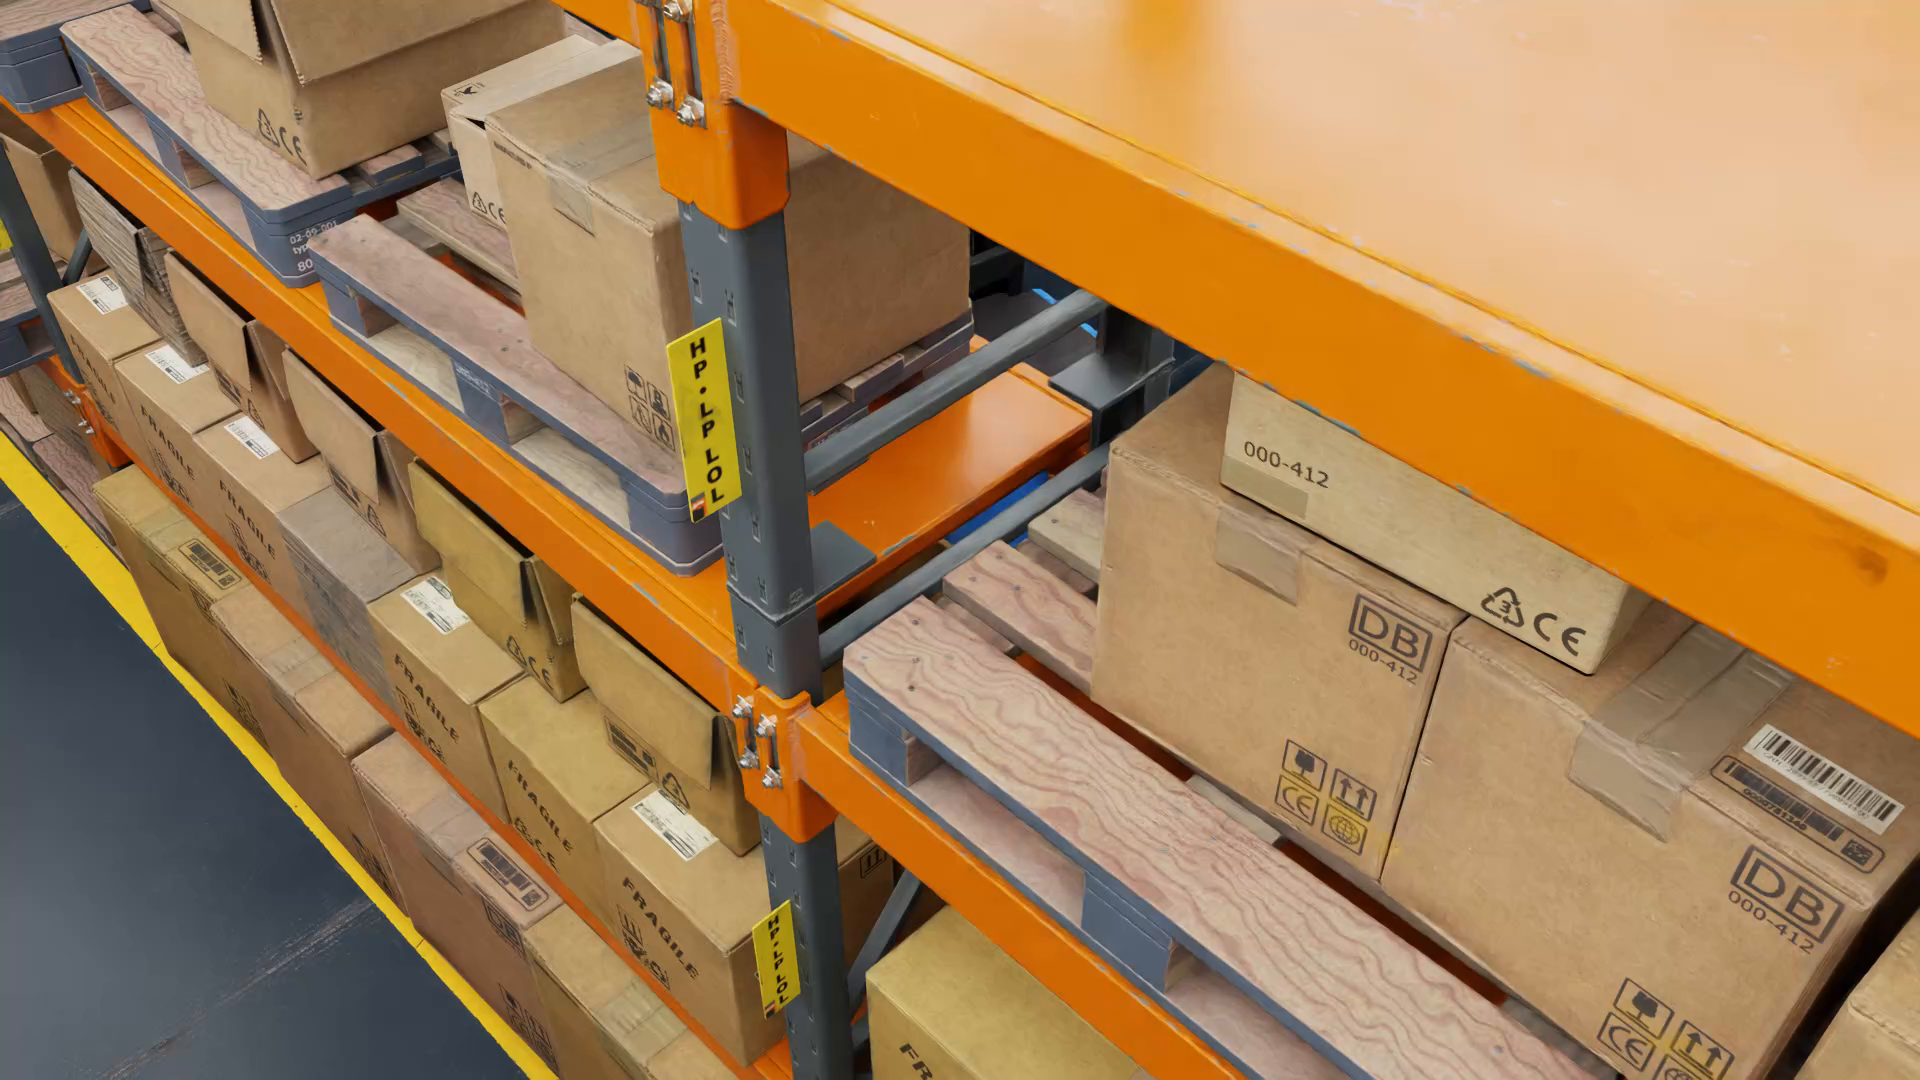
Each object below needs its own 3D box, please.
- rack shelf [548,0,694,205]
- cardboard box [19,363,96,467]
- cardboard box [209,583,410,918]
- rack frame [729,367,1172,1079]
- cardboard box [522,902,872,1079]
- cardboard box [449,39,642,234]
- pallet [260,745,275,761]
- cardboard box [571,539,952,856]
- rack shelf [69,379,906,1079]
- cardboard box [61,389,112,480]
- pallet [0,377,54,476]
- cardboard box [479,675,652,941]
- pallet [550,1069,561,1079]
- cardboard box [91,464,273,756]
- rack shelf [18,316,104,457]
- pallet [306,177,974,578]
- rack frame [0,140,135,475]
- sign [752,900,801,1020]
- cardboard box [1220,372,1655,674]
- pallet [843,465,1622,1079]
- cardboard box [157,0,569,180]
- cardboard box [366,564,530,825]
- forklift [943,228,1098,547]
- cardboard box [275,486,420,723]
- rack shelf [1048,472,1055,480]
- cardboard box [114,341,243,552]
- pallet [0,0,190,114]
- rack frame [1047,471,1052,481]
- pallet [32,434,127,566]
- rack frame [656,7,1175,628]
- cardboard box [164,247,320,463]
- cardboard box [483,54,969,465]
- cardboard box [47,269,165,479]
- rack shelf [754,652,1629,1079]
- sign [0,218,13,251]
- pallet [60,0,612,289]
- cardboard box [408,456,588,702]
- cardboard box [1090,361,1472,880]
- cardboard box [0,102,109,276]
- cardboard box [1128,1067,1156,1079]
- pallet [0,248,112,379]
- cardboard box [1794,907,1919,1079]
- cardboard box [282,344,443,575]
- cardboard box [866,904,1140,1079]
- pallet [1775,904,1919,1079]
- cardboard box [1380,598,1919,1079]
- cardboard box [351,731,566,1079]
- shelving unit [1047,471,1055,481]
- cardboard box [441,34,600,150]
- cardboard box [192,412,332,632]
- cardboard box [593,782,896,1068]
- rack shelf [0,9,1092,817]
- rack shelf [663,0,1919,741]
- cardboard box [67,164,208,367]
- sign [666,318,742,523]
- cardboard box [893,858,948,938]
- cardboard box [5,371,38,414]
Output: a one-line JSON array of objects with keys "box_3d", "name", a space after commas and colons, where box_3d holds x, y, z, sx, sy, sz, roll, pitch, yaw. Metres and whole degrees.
[{"box_3d": [-1.399, -1.779, 3.370, 1.077, 0.370, 4.000, -34, 53, -31], "name": "rack shelf"}, {"box_3d": [-3.699, -0.764, 7.385, 0.500, 0.500, 0.700, 30, 50, 28], "name": "cardboard box"}, {"box_3d": [-1.714, 0.452, 5.807, 1.225, 0.875, 0.875, -34, 52, -31], "name": "cardboard box"}, {"box_3d": [0.014, 0.974, 3.986, 1.000, 3.000, 0.127, -34, 53, -31], "name": "rack frame"}, {"box_3d": [-0.452, 1.302, 4.887, 1.225, 0.875, 0.875, -34, 52, -31], "name": "cardboard box"}, {"box_3d": [-0.697, -0.819, 3.473, 0.500, 0.311, 0.500, 32, 52, 30], "name": "cardboard box"}, {"box_3d": [-2.308, 0.491, 6.563, 1.003, 0.211, 1.213, -34, 53, -31], "name": "pallet"}, {"box_3d": [-0.443, 0.266, 3.939, 0.637, 0.503, 0.797, 33, 52, 30], "name": "cardboard box"}, {"box_3d": [-1.399, 0.277, 5.270, 1.077, 0.370, 4.000, -34, 53, -31], "name": "rack shelf"}, {"box_3d": [-3.298, -0.504, 7.103, 0.500, 0.500, 0.700, 31, 51, 29], "name": "cardboard box"}, {"box_3d": [-4.219, -0.886, 8.053, 1.003, 0.211, 1.213, -34, 53, -31], "name": "pallet"}, {"box_3d": [-0.855, 0.602, 4.314, 0.500, 0.500, 0.500, -32, 52, -30], "name": "cardboard box"}, {"box_3d": [-0.585, 1.664, 5.294, 1.003, 0.211, 1.213, -34, 53, -31], "name": "pallet"}, {"box_3d": [-2.339, 0.020, 6.275, 0.875, 0.875, 1.225, 32, 51, 30], "name": "cardboard box"}, {"box_3d": [-4.224, -1.645, 7.350, 1.077, 0.370, 4.000, -34, 53, -31], "name": "rack shelf"}, {"box_3d": [-0.669, -0.474, 3.484, 1.217, 0.209, 0.805, 32, 52, 30], "name": "pallet"}, {"box_3d": [-2.811, -0.948, 6.066, 1.000, 3.000, 0.127, -34, 53, -31], "name": "rack frame"}, {"box_3d": [-0.364, 0.843, 3.333, 0.100, 0.325, 0.005, -34, 53, -31], "name": "sign"}, {"box_3d": [0.673, -0.176, 2.010, 0.500, 0.250, 0.500, 31, 51, 29], "name": "cardboard box"}, {"box_3d": [0.584, 0.303, 2.567, 1.003, 0.211, 1.213, -34, 53, -31], "name": "pallet"}, {"box_3d": [-1.353, -1.270, 3.819, 0.637, 0.503, 0.797, 34, 52, 31], "name": "cardboard box"}, {"box_3d": [-1.228, 0.355, 4.582, 0.500, 0.500, 0.500, 34, 52, 31], "name": "cardboard box"}, {"box_3d": [-0.487, -1.525, 6.740, 1.130, 2.935, 3.031, -26, 49, -25], "name": "forklift"}, {"box_3d": [-1.579, 0.112, 4.845, 0.500, 0.500, 0.500, -34, 52, -31], "name": "cardboard box"}, {"box_3d": [0.480, -0.131, 6.216, 0.215, 0.259, 0.240, -26, 49, -25], "name": "rack shelf"}, {"box_3d": [-2.295, -0.374, 5.371, 0.500, 0.500, 0.500, 33, 52, 30], "name": "cardboard box"}, {"box_3d": [-2.319, -1.696, 4.804, 1.213, 0.211, 1.003, -32, 51, -30], "name": "pallet"}, {"box_3d": [0.409, 0.002, 6.474, 0.200, 1.050, 0.008, -26, 49, -25], "name": "rack frame"}, {"box_3d": [-3.362, -0.300, 7.419, 1.003, 0.211, 1.213, -34, 53, -31], "name": "pallet"}, {"box_3d": [0.014, -1.229, 1.950, 1.000, 3.000, 0.127, -34, 53, -31], "name": "rack frame"}, {"box_3d": [-1.848, -0.680, 4.962, 0.797, 0.503, 0.637, -33, 52, -30], "name": "cardboard box"}, {"box_3d": [-0.403, -0.592, 3.088, 0.700, 0.500, 0.500, -33, 52, -30], "name": "cardboard box"}, {"box_3d": [-2.661, -0.621, 5.638, 0.500, 0.500, 0.500, -33, 52, -30], "name": "cardboard box"}, {"box_3d": [1.426, 1.098, 2.172, 1.077, 0.370, 4.000, -34, 53, -31], "name": "rack shelf"}, {"box_3d": [-3.189, -1.079, 5.413, 0.100, 0.325, 0.005, -34, 53, -31], "name": "sign"}, {"box_3d": [-1.527, -1.160, 4.224, 1.003, 0.211, 1.213, -32, 51, -30], "name": "pallet"}, {"box_3d": [-0.920, -0.069, 4.302, 0.797, 0.503, 0.637, -33, 52, -31], "name": "cardboard box"}, {"box_3d": [0.609, -0.008, 2.381, 0.500, 0.500, 0.700, 31, 51, 29], "name": "cardboard box"}, {"box_3d": [-3.221, -1.379, 6.149, 0.500, 0.500, 0.500, 28, 50, 27], "name": "cardboard box"}, {"box_3d": [0.513, 1.238, 3.039, 0.500, 0.500, 0.500, -34, 53, -31], "name": "cardboard box"}, {"box_3d": [-3.390, -1.169, 6.446, 1.213, 0.211, 1.003, -34, 53, -31], "name": "pallet"}, {"box_3d": [1.254, 0.572, 1.754, 0.700, 0.500, 0.500, -32, 51, -30], "name": "cardboard box"}, {"box_3d": [-1.370, -0.360, 4.617, 0.797, 0.503, 0.637, -32, 52, -30], "name": "cardboard box"}, {"box_3d": [0.171, 0.997, 3.299, 0.500, 0.500, 0.500, -34, 53, -31], "name": "cardboard box"}, {"box_3d": [1.441, 0.889, 1.933, 1.003, 0.211, 1.213, -34, 53, -31], "name": "pallet"}, {"box_3d": [0.986, 0.253, 2.099, 0.700, 0.500, 0.500, -31, 51, -29], "name": "cardboard box"}, {"box_3d": [-1.084, 0.873, 5.351, 0.875, 0.875, 1.225, 32, 52, 30], "name": "cardboard box"}, {"box_3d": [0.480, 0.069, 6.402, 0.215, 1.050, 0.252, -26, 49, -25], "name": "shelving unit"}, {"box_3d": [-0.932, -0.977, 3.762, 0.250, 0.149, 0.380, 32, 52, 30], "name": "cardboard box"}, {"box_3d": [-1.930, -0.129, 5.106, 0.500, 0.500, 0.500, 33, 52, 31], "name": "cardboard box"}, {"box_3d": [-0.510, 0.844, 4.053, 0.500, 0.500, 0.500, -34, 52, -31], "name": "cardboard box"}, {"box_3d": [-1.399, -0.824, 4.252, 1.077, 0.370, 4.000, -34, 53, -31], "name": "rack shelf"}, {"box_3d": [1.426, 0.143, 1.290, 1.077, 0.370, 4.000, -34, 53, -31], "name": "rack shelf"}, {"box_3d": [-2.306, -0.994, 5.303, 0.797, 0.503, 0.637, -32, 52, -30], "name": "cardboard box"}, {"box_3d": [-0.364, -0.168, 2.399, 0.100, 0.325, 0.005, -34, 53, -31], "name": "sign"}, {"box_3d": [-0.134, 0.597, 4.321, 0.500, 0.500, 0.500, -34, 52, -31], "name": "cardboard box"}, {"box_3d": [-4.104, -1.033, 7.676, 0.700, 0.500, 0.500, -30, 50, -28], "name": "cardboard box"}]
